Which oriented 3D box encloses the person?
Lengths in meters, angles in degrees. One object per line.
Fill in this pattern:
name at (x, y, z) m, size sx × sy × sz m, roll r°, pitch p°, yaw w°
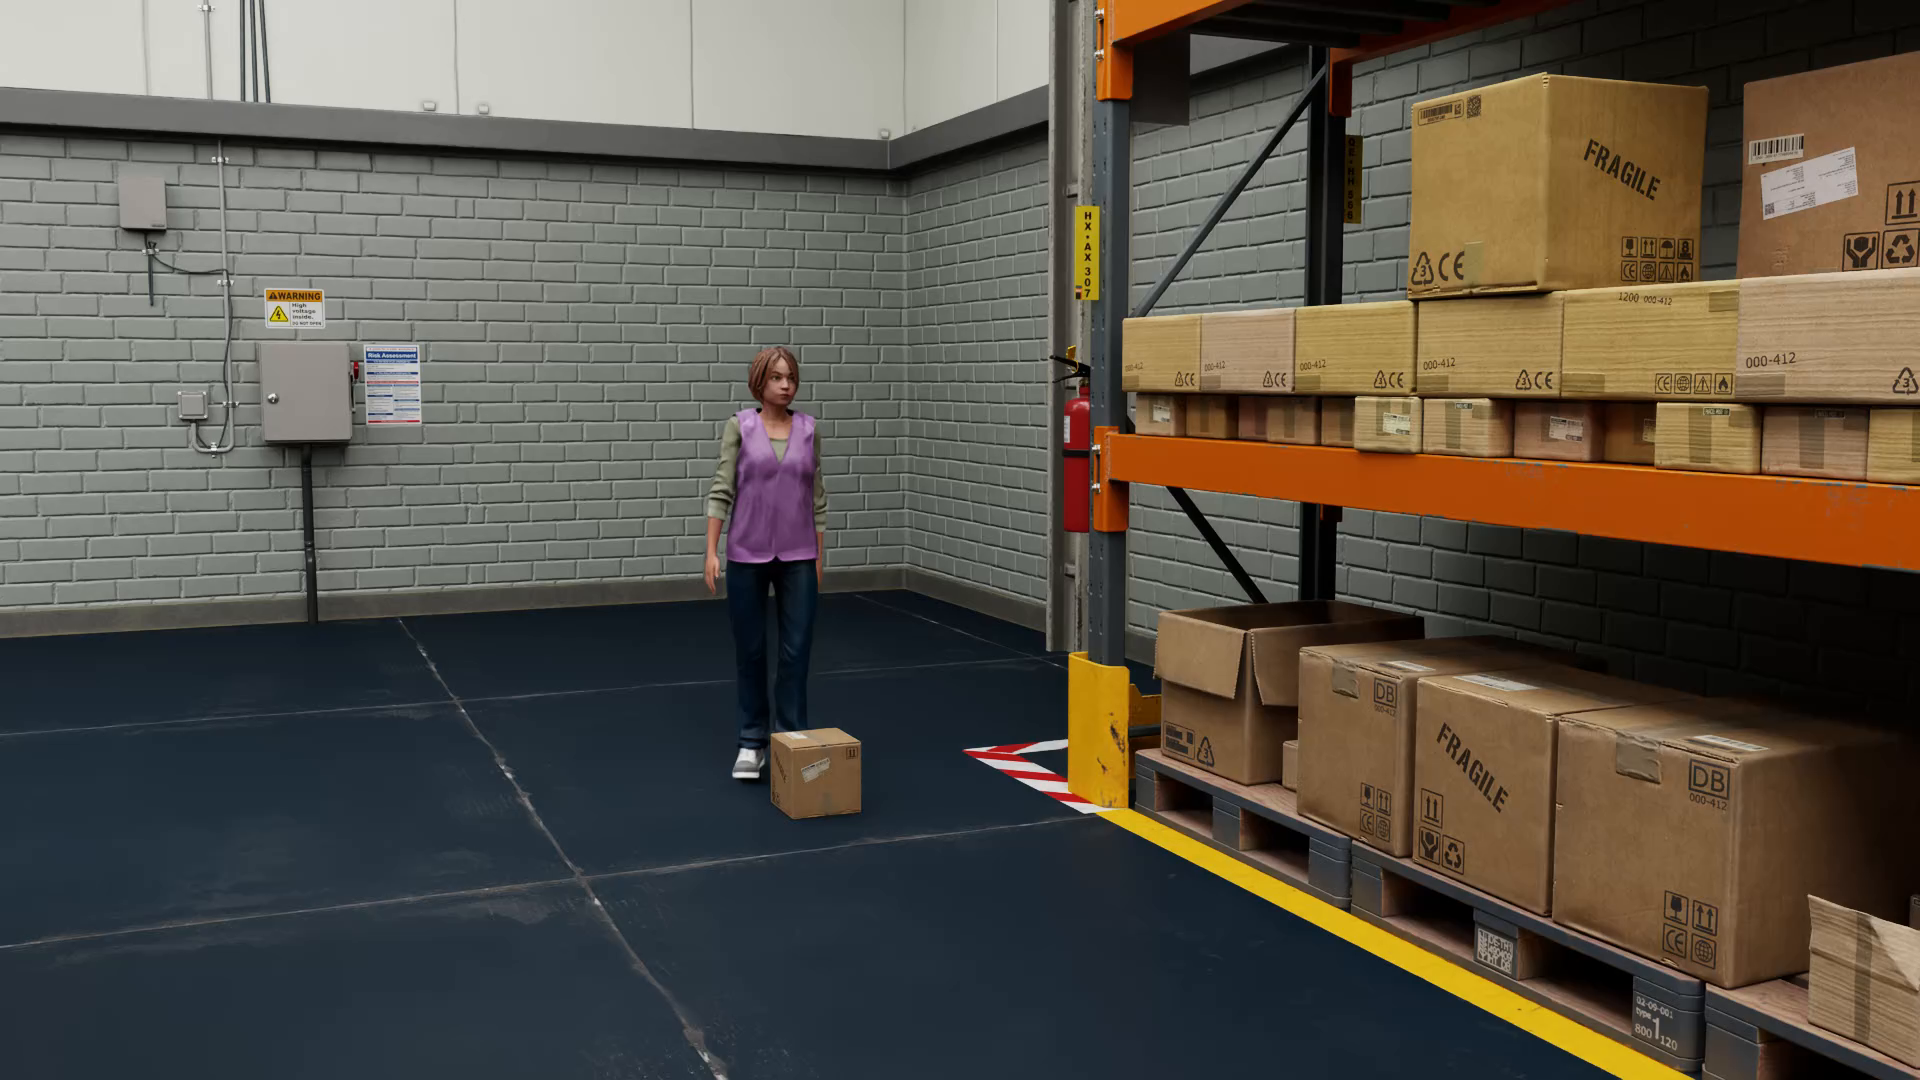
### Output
person at (-0.703, 0.146, 6.121) m, size 0.480 × 1.501 × 0.464 m, roll -1°, pitch 6°, yaw -14°
